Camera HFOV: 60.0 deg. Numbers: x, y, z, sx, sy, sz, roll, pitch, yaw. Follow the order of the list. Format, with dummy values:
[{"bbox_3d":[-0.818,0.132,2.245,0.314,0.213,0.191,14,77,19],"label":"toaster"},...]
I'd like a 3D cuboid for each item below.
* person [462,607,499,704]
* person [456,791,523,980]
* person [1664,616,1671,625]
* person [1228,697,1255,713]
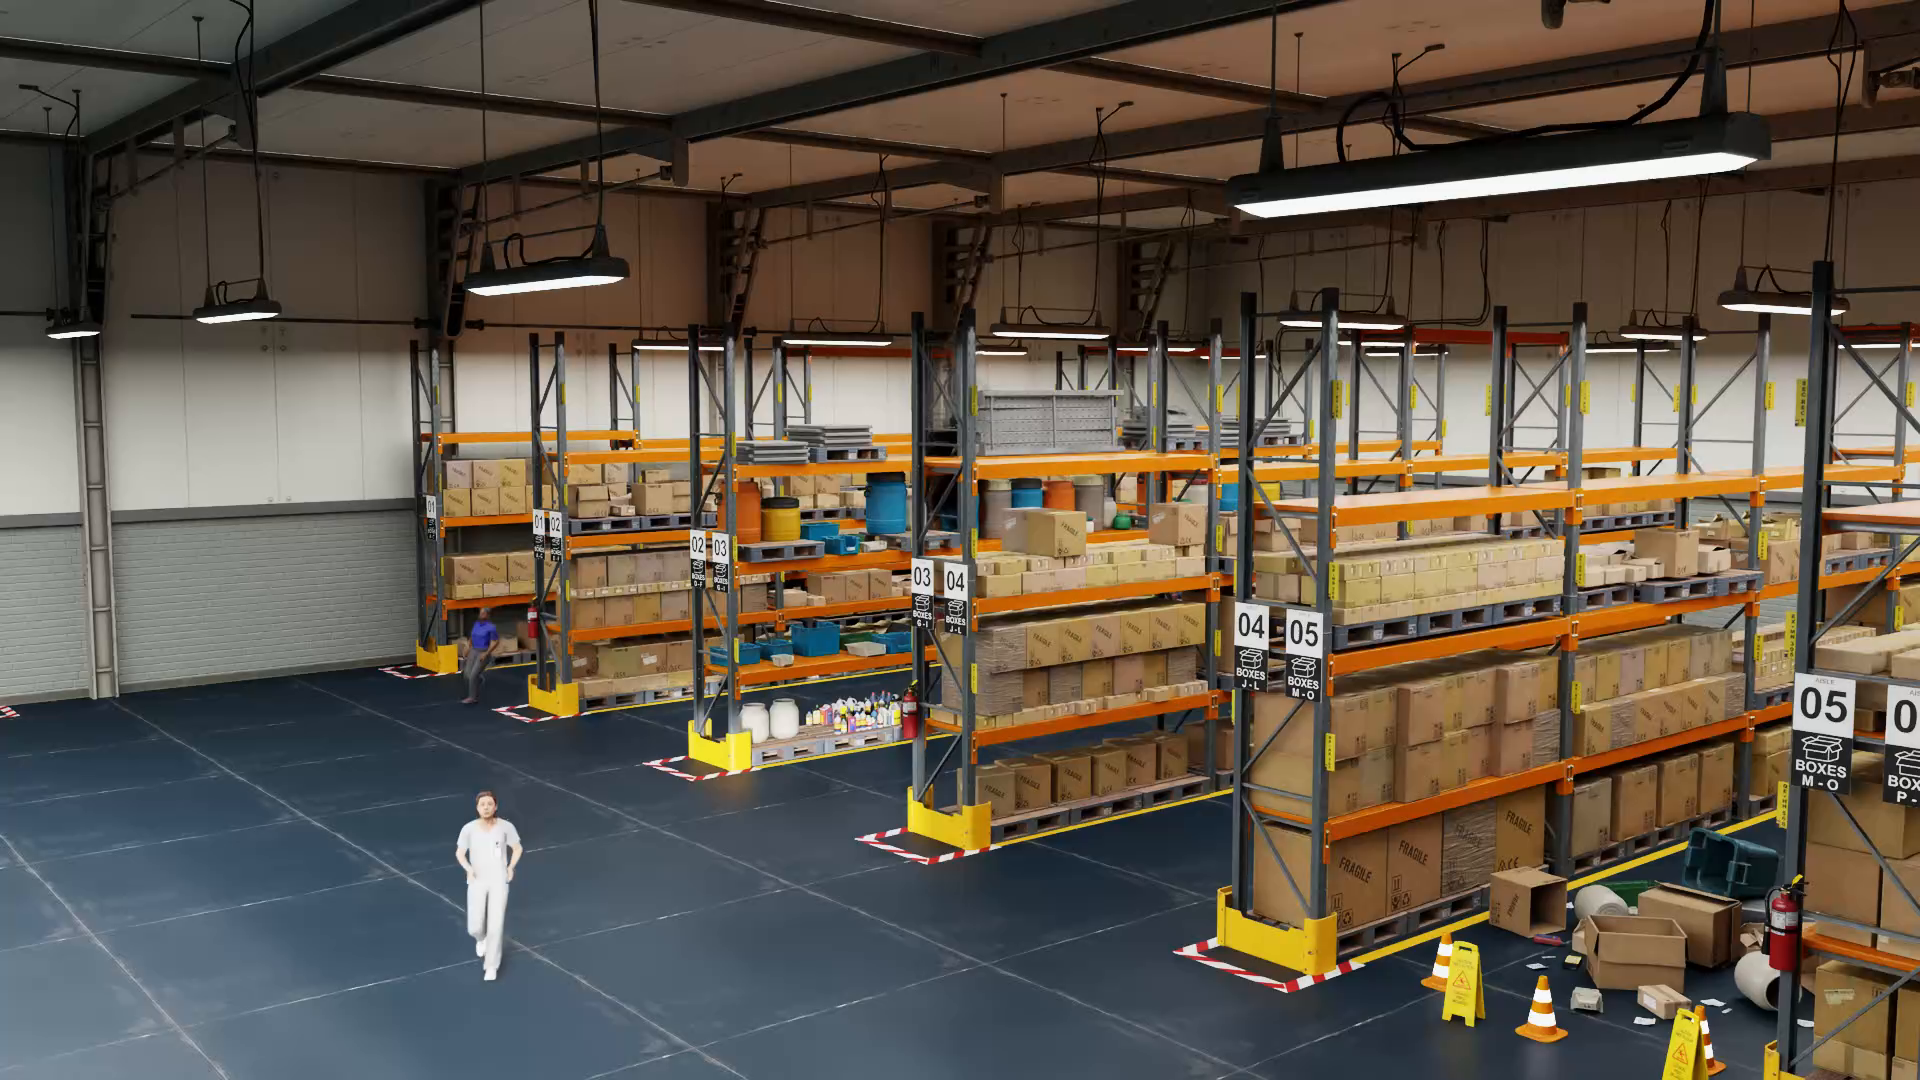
[{"bbox_3d":[-7.790,1.878,27.097,0.612,1.566,0.523,2,6,23],"label":"person"},{"bbox_3d":[-4.135,3.002,14.639,0.565,1.619,0.641,-1,5,-13],"label":"person"},{"bbox_3d":[10.679,1.993,24.944,0.763,1.846,0.719,-5,7,-43],"label":"person"},{"bbox_3d":[4.161,1.791,24.860,0.534,1.642,0.640,-5,7,-41],"label":"person"}]
